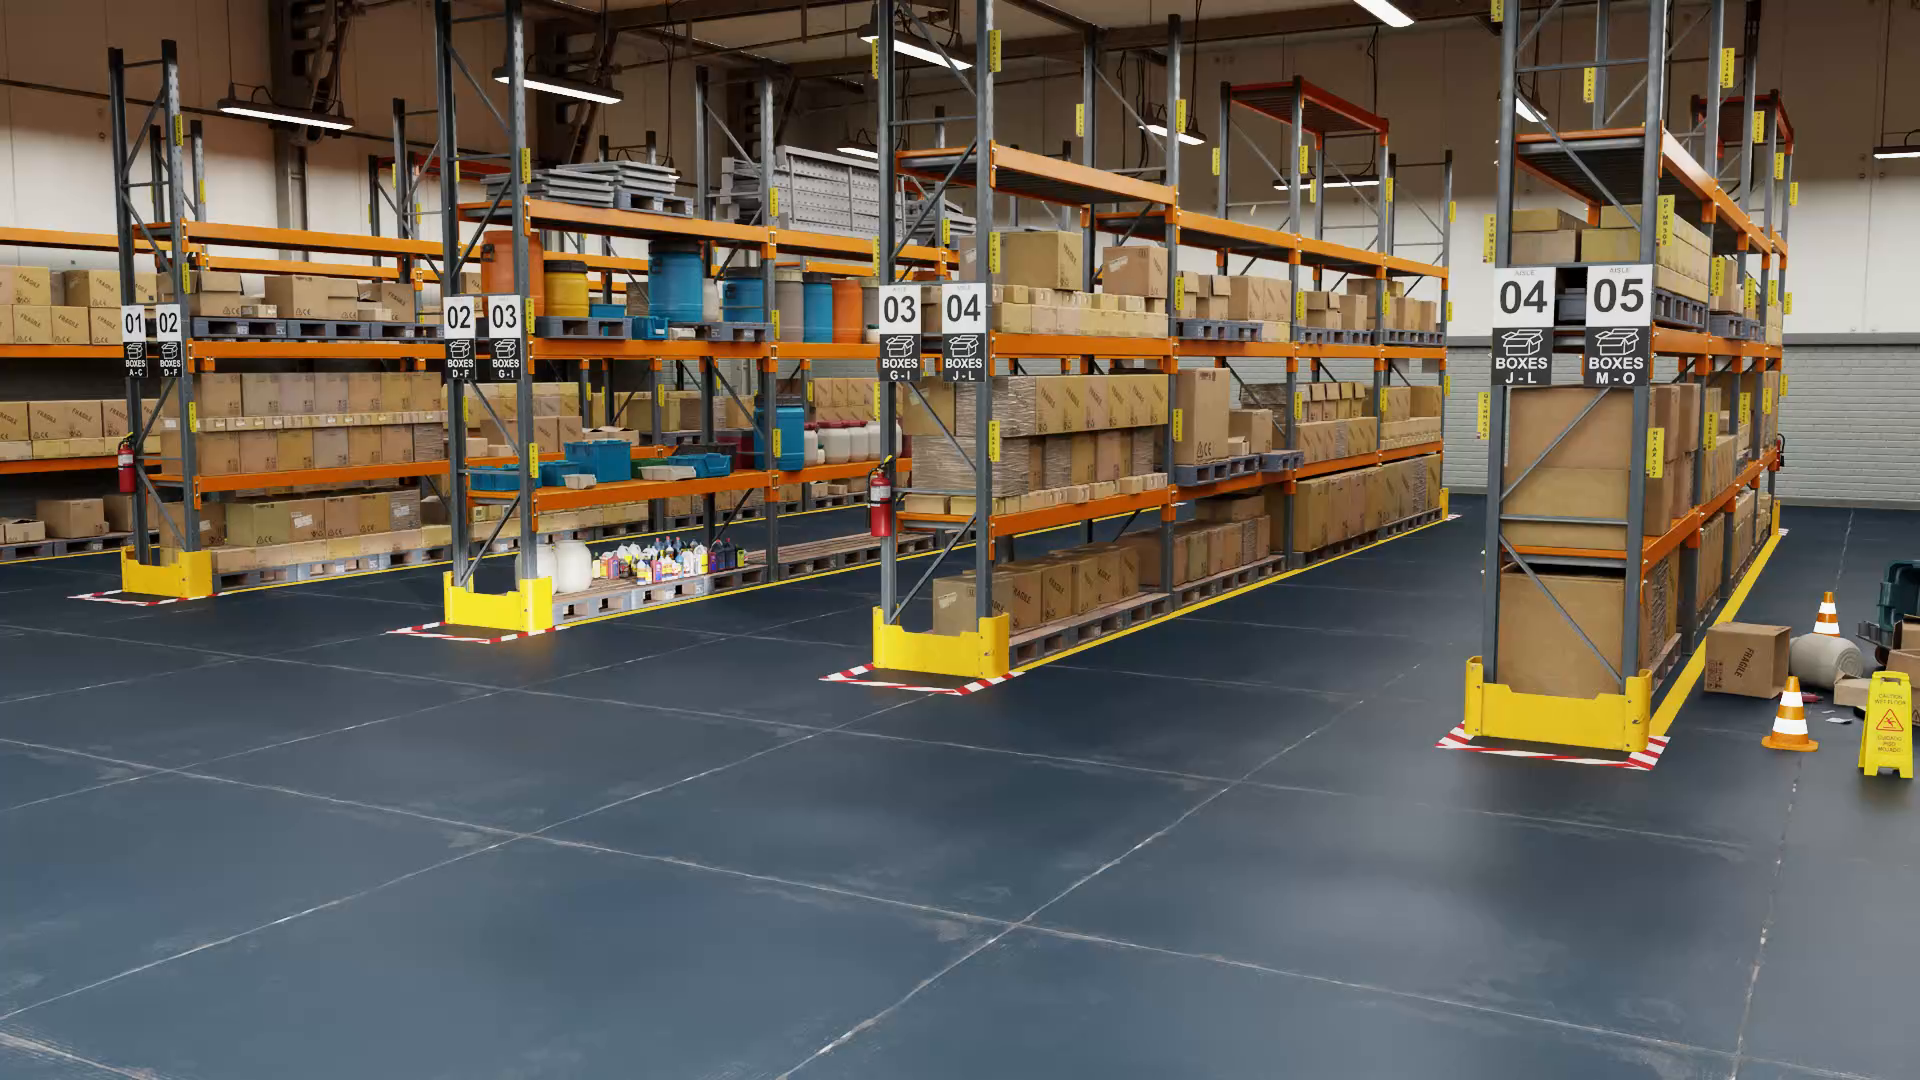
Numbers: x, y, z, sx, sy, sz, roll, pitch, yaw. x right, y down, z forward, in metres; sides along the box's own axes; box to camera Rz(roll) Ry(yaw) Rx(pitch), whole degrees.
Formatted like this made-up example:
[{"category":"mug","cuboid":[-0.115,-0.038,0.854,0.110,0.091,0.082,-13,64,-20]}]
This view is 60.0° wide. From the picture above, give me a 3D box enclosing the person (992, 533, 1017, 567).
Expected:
[{"category":"person","cuboid":[0.401,-0.168,17.976,0.506,1.655,0.346,5,8,39]}]
